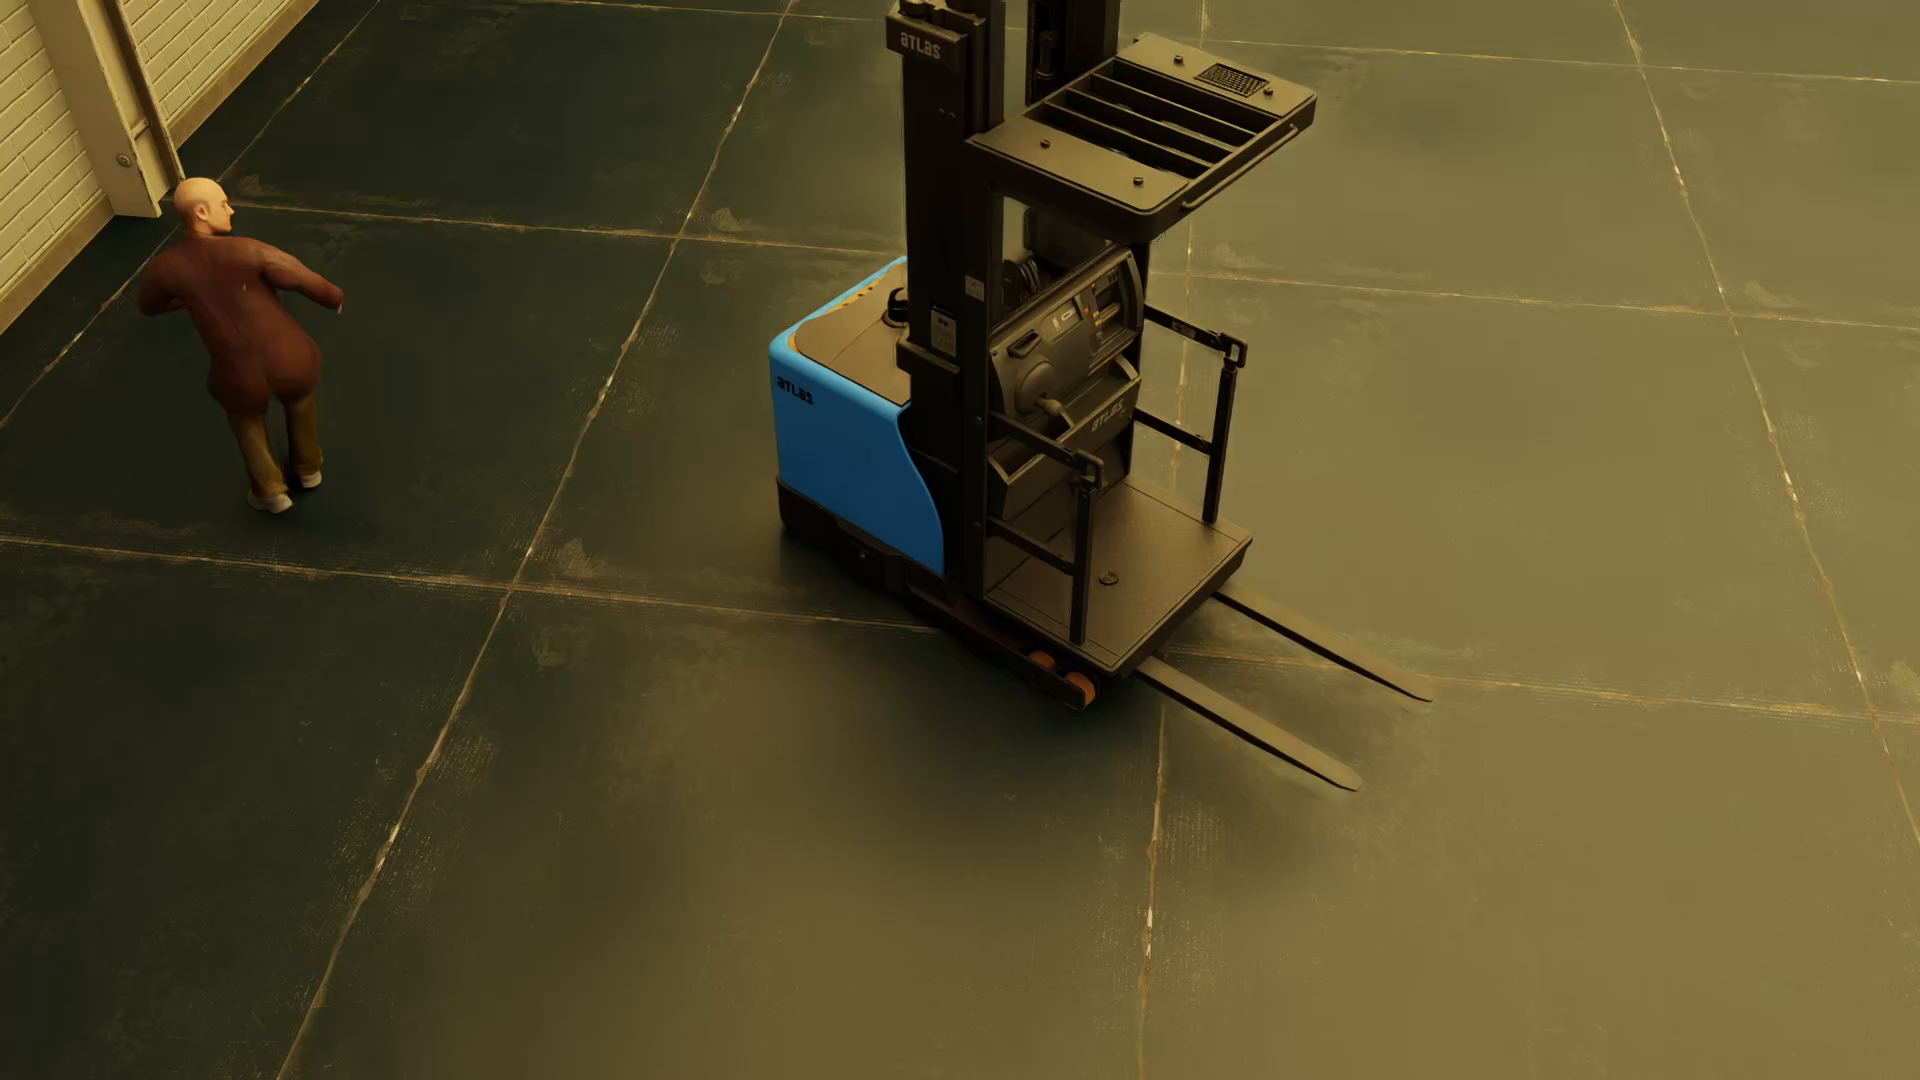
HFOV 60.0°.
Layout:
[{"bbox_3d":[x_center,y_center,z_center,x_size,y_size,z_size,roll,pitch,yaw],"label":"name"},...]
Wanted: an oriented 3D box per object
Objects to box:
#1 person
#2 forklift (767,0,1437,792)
[{"bbox_3d":[-3.256,-0.940,7.677,0.863,1.697,0.756,-13,44,-13],"label":"person"},{"bbox_3d":[0.597,-0.763,6.555,3.031,2.935,1.130,29,50,28],"label":"forklift"}]
